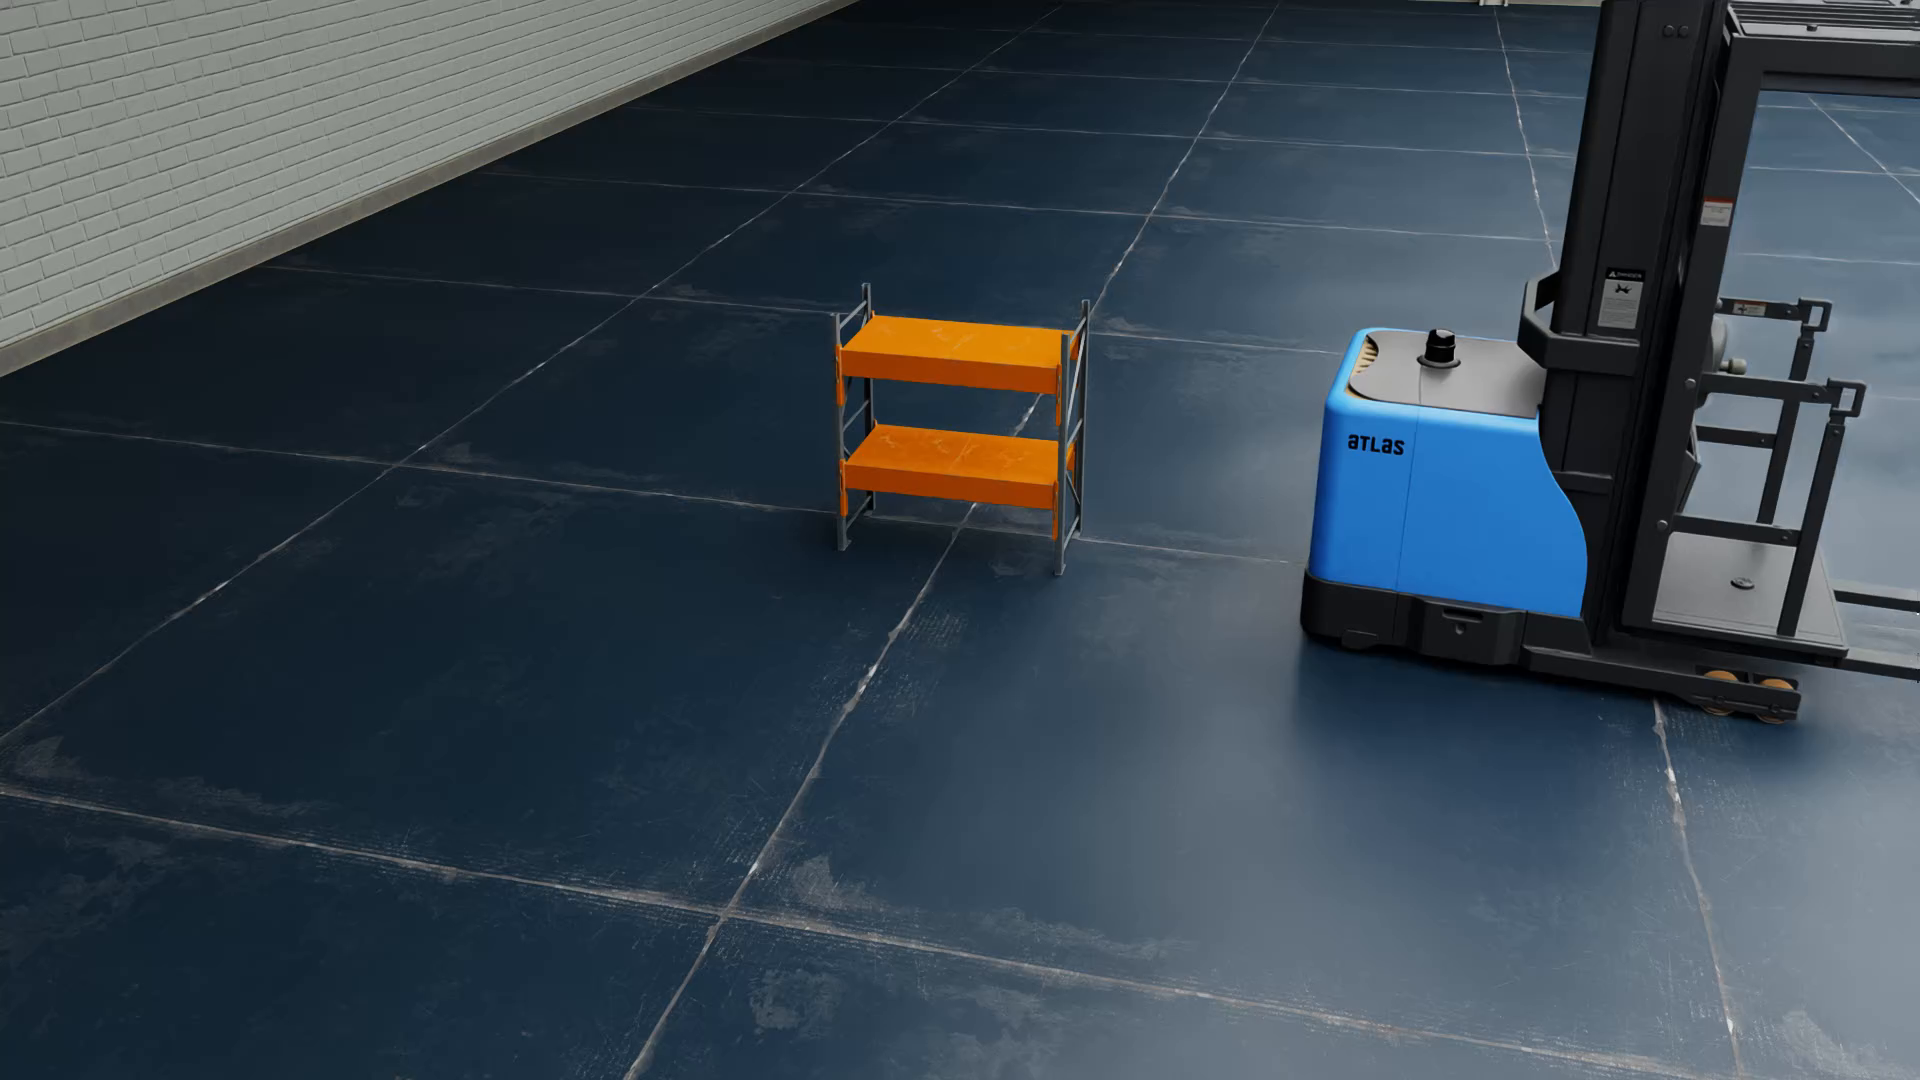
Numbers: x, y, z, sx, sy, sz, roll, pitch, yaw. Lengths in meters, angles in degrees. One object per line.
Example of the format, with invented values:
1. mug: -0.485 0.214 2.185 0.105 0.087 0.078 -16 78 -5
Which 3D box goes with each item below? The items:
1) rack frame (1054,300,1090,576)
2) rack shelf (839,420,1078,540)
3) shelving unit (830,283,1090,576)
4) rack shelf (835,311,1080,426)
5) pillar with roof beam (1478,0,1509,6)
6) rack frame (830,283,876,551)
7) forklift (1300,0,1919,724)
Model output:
1. rack frame: 0.499 -0.453 7.392 0.032 1.125 0.500 6 26 13
2. rack shelf: 0.007 -0.286 7.612 1.000 0.278 0.538 6 26 13
3. shelving unit: 0.007 -0.507 7.507 1.048 1.125 0.538 6 26 13
4. rack shelf: 0.007 -0.771 7.381 1.000 0.278 0.538 6 26 13
5. pillar with roof beam: 6.617 -10.000 18.286 0.400 9.000 9.100 6 26 13
6. rack frame: -0.486 -0.562 7.621 0.032 1.125 0.500 6 26 13
7. forklift: 2.978 -0.886 6.200 3.031 2.935 1.130 8 27 17
